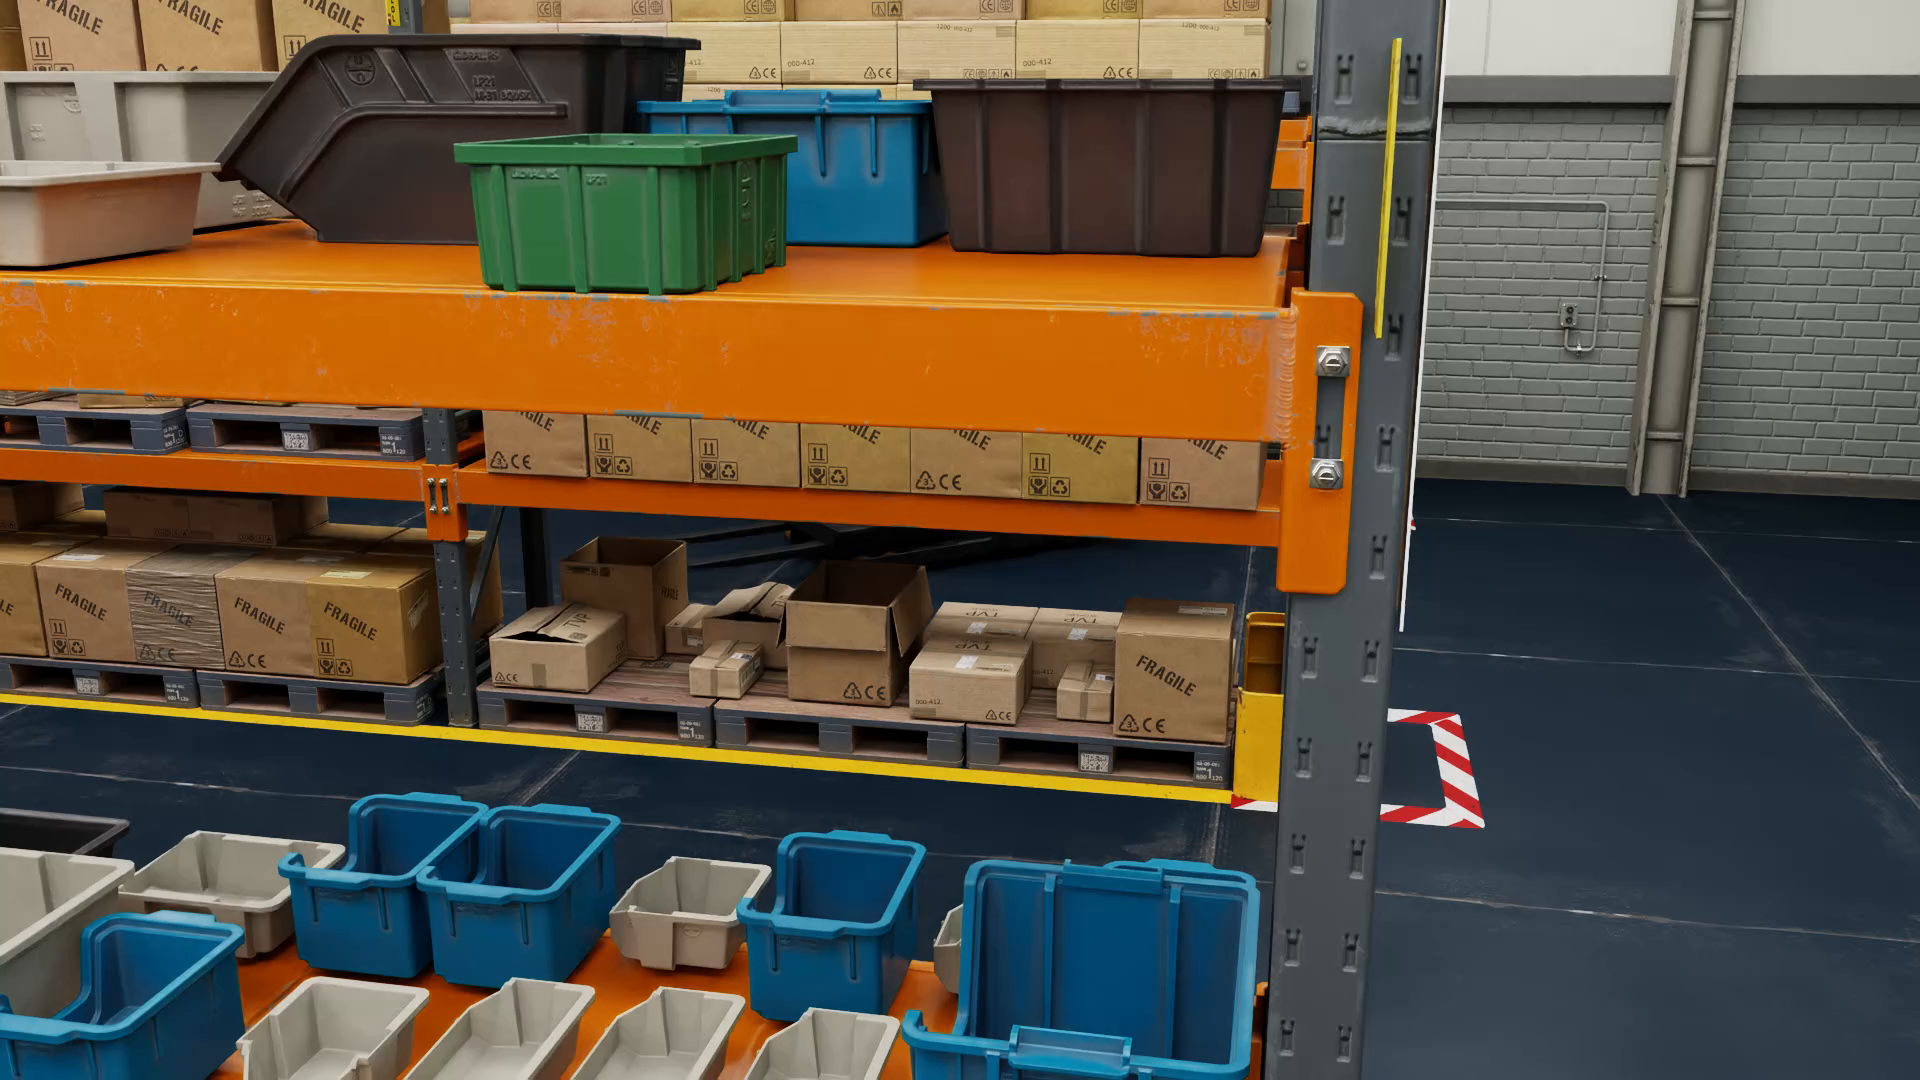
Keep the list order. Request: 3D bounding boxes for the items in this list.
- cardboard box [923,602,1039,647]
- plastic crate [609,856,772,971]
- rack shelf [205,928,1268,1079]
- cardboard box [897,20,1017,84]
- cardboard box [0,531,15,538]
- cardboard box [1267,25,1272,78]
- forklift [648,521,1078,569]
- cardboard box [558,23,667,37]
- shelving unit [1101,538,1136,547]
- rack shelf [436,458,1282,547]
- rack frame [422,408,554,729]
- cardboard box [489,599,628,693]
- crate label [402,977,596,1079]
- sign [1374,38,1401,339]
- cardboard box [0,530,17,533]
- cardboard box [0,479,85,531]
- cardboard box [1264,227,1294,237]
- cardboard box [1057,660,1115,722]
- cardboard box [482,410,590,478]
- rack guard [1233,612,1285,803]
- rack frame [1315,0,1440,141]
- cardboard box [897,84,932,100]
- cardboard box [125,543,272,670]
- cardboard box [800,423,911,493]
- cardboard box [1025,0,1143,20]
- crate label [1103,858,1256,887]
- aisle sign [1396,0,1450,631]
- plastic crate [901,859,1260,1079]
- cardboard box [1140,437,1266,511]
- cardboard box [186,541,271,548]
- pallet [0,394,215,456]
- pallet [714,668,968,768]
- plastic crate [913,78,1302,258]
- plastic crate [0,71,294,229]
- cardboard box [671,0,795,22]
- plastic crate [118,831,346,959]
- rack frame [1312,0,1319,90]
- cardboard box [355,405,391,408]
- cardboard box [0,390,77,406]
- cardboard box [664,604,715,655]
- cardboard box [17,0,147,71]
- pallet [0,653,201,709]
[{"bbox_3d":[0.110,0.516,8.336,0.500,0.250,0.500,3,16,11],"label":"cardboard box"},{"bbox_3d":[-0.563,0.779,3.442,0.298,0.136,0.250,3,16,11],"label":"plastic crate"},{"bbox_3d":[-1.384,1.095,3.267,4.000,0.370,1.077,3,16,11],"label":"rack shelf"},{"bbox_3d":[0.033,-2.070,7.070,0.500,0.250,0.500,3,16,11],"label":"cardboard box"},{"bbox_3d":[-5.370,0.252,8.822,0.500,0.500,0.500,3,16,9],"label":"cardboard box"},{"bbox_3d":[1.115,-2.150,7.361,0.500,0.250,0.500,3,16,11],"label":"cardboard box"},{"bbox_3d":[-0.614,-1.307,10.719,3.031,2.935,1.130,-9,18,-29],"label":"forklift"},{"bbox_3d":[-1.436,-2.151,7.362,0.500,0.250,0.500,3,16,11],"label":"cardboard box"},{"bbox_3d":[1.078,-0.536,11.151,0.258,1.200,0.189,2,25,6],"label":"shelving unit"},{"bbox_3d":[-0.393,-0.200,7.944,4.000,0.370,1.077,3,16,11],"label":"rack shelf"},{"bbox_3d":[-2.353,-0.653,8.232,0.127,3.000,1.000,3,16,11],"label":"rack frame"},{"bbox_3d":[-1.985,0.509,8.247,0.500,0.311,0.500,3,16,11],"label":"cardboard box"},{"bbox_3d":[-0.818,0.929,2.899,0.243,0.136,0.396,3,16,11],"label":"crate label"},{"bbox_3d":[0.482,-0.395,1.877,0.005,0.325,0.100,3,16,11],"label":"sign"},{"bbox_3d":[-5.310,0.115,9.317,0.500,0.500,0.500,4,16,13],"label":"cardboard box"},{"bbox_3d":[-5.254,-0.245,9.210,0.500,0.250,0.500,4,16,13],"label":"cardboard box"},{"bbox_3d":[2.048,-1.906,12.191,0.700,0.700,0.980,4,16,14],"label":"cardboard box"},{"bbox_3d":[0.606,0.703,7.818,0.250,0.166,0.380,3,16,11],"label":"cardboard box"},{"bbox_3d":[-1.908,-0.603,7.863,0.500,0.500,0.500,4,16,13],"label":"cardboard box"},{"bbox_3d":[1.492,0.760,7.812,0.348,0.500,1.175,3,16,11],"label":"rack guard"},{"bbox_3d":[0.576,-2.036,1.986,0.127,3.000,1.000,3,16,11],"label":"rack frame"},{"bbox_3d":[0.030,-1.825,7.123,0.500,0.250,0.500,3,16,11],"label":"cardboard box"},{"bbox_3d":[-3.868,0.333,8.530,0.500,0.500,0.500,3,16,12],"label":"cardboard box"},{"bbox_3d":[-0.417,-0.523,7.573,0.500,0.500,0.500,3,16,10],"label":"cardboard box"},{"bbox_3d":[0.587,-2.488,7.176,0.500,0.500,0.700,3,16,11],"label":"cardboard box"},{"bbox_3d":[0.400,0.807,3.159,0.303,0.233,0.416,3,16,11],"label":"crate label"},{"bbox_3d":[0.588,-0.317,2.149,0.004,0.787,0.394,3,16,11],"label":"aisle sign"},{"bbox_3d":[0.211,0.840,2.662,0.499,0.435,0.616,3,16,11],"label":"plastic crate"},{"bbox_3d":[1.073,-0.441,7.279,0.500,0.500,0.500,4,16,13],"label":"cardboard box"},{"bbox_3d":[-3.792,0.196,9.025,0.500,0.500,0.500,3,16,12],"label":"cardboard box"},{"bbox_3d":[-4.366,-0.671,8.657,1.213,0.211,1.003,3,16,11],"label":"pallet"},{"bbox_3d":[-0.481,0.792,8.239,1.213,0.211,1.003,3,16,11],"label":"pallet"},{"bbox_3d":[0.254,-0.621,2.741,0.590,0.269,0.497,3,16,11],"label":"plastic crate"},{"bbox_3d":[-1.535,-0.732,3.119,0.530,0.282,0.437,3,16,11],"label":"plastic crate"},{"bbox_3d":[-0.916,-2.524,7.307,0.500,0.500,0.700,3,16,11],"label":"cardboard box"},{"bbox_3d":[-1.578,0.754,3.531,0.466,0.136,0.293,3,16,11],"label":"plastic crate"},{"bbox_3d":[2.550,-4.628,11.342,0.127,3.000,1.000,3,16,11],"label":"rack frame"},{"bbox_3d":[-2.773,-0.988,8.465,0.500,0.500,0.700,-2,16,-8],"label":"cardboard box"},{"bbox_3d":[-4.775,-1.014,8.560,0.500,0.500,0.700,6,17,22],"label":"cardboard box"},{"bbox_3d":[-1.359,0.469,8.697,0.250,0.149,0.380,3,16,11],"label":"cardboard box"},{"bbox_3d":[-4.140,-2.514,8.169,0.600,0.600,0.600,2,16,9],"label":"cardboard box"},{"bbox_3d":[-4.357,0.593,8.957,1.213,0.211,1.003,3,16,11],"label":"pallet"}]
